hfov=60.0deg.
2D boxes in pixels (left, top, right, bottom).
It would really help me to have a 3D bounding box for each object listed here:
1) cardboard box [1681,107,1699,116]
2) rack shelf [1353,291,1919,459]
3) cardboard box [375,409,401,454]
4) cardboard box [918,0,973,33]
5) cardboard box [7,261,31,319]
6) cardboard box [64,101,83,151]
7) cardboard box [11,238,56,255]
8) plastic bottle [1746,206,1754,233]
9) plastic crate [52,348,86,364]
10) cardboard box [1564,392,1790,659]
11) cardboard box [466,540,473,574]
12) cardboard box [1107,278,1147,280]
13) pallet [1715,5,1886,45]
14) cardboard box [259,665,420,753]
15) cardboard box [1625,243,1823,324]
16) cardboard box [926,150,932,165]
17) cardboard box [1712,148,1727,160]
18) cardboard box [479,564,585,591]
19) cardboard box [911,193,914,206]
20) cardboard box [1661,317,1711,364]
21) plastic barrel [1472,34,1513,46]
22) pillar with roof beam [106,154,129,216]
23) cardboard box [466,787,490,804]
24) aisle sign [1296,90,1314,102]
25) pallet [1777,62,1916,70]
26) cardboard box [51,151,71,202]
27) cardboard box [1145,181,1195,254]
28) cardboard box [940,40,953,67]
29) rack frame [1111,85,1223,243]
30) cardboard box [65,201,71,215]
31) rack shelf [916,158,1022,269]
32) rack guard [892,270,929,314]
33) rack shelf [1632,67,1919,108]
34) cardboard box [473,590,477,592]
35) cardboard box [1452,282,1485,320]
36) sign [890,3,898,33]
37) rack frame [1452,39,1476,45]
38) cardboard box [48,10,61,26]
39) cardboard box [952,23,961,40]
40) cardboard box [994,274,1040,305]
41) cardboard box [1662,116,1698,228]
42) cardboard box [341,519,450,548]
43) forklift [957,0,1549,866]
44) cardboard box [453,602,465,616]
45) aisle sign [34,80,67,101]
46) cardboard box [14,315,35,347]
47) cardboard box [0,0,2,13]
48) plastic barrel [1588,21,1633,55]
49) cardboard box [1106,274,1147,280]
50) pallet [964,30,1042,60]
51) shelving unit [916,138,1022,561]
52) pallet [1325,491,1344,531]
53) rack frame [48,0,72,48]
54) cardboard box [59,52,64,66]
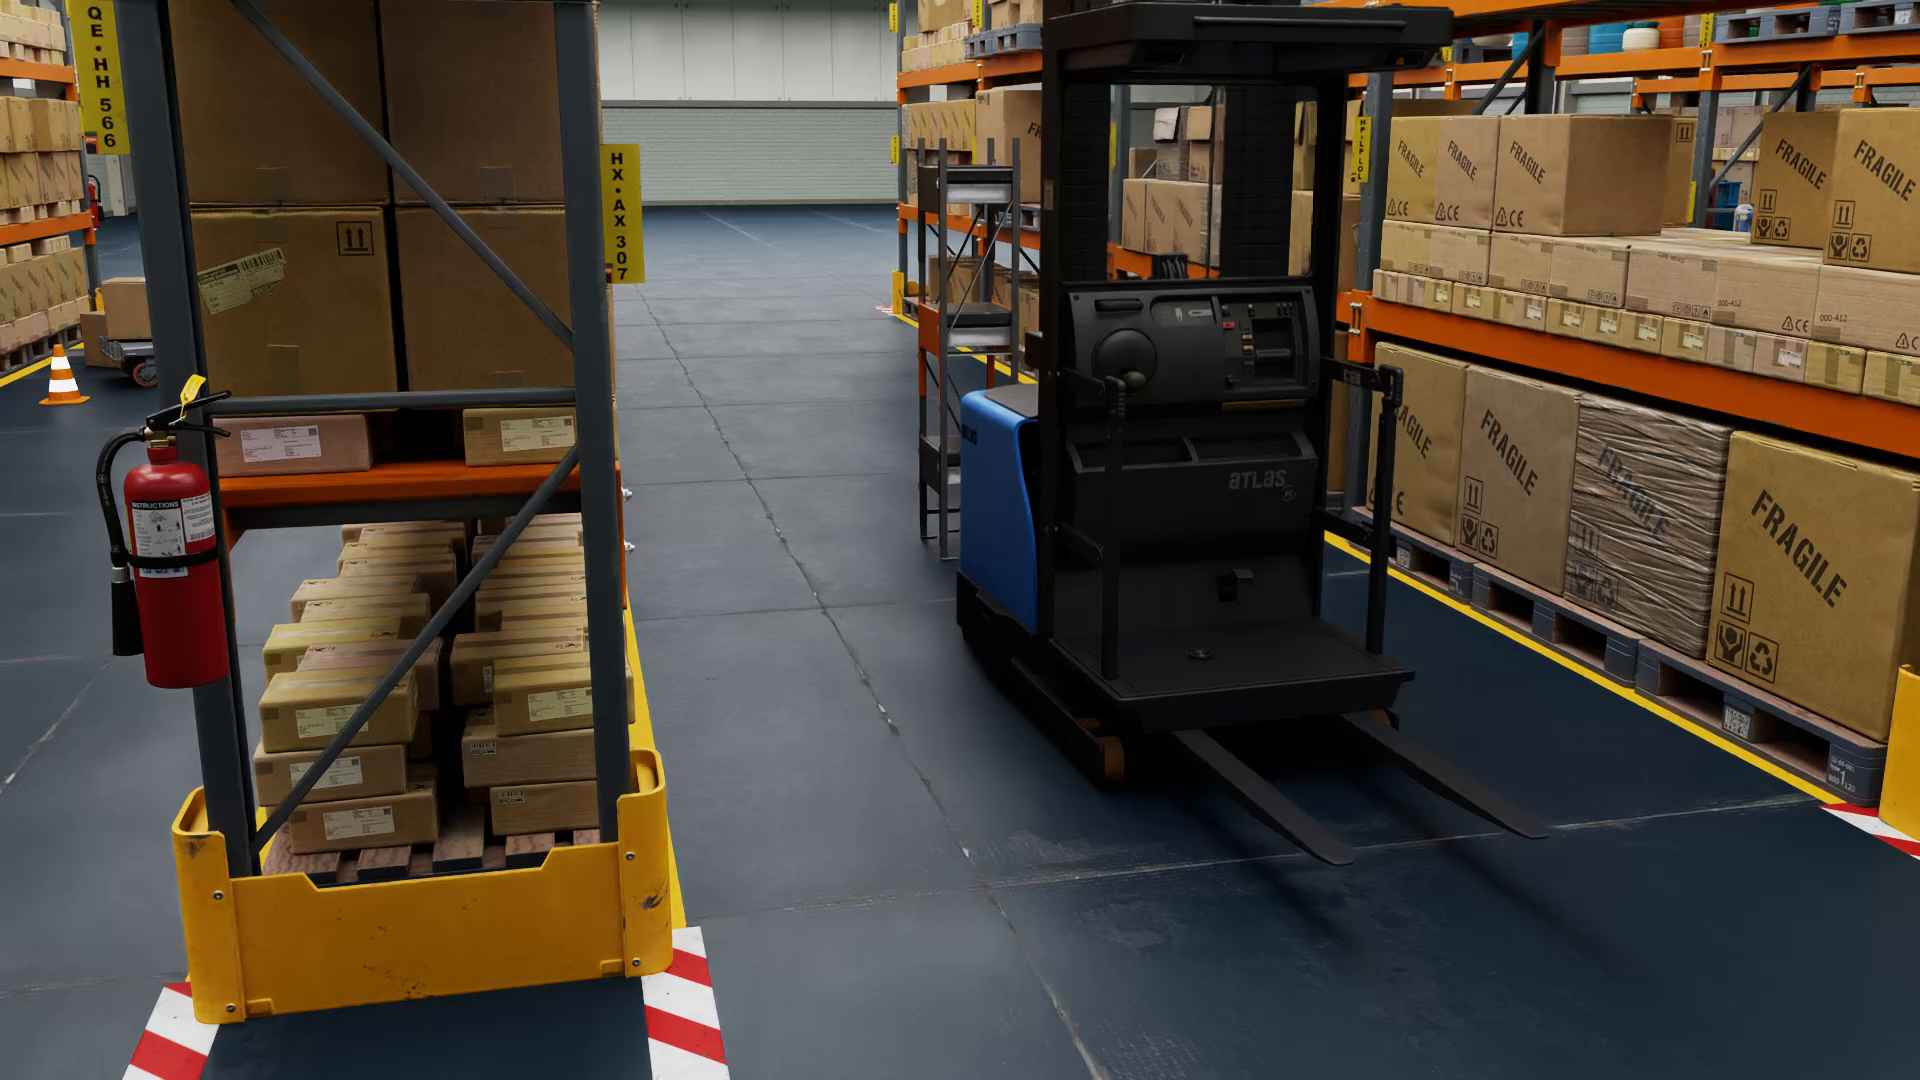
[{"bbox_3d":[9.623,-5.255,21.171,0.700,0.500,0.500,-4,14,-15],"label":"cardboard box"},{"bbox_3d":[3.042,-0.687,6.935,1.077,0.370,4.000,-3,14,-13],"label":"rack shelf"},{"bbox_3d":[-1.706,-0.319,4.441,0.380,0.149,0.250,-3,14,-13],"label":"cardboard box"},{"bbox_3d":[-0.160,-5.802,18.143,0.500,0.500,0.500,-3,14,-13],"label":"cardboard box"},{"bbox_3d":[-8.953,-2.298,15.340,0.500,0.500,0.500,-3,14,-11],"label":"cardboard box"},{"bbox_3d":[-9.547,-4.287,17.210,0.700,0.500,0.500,-4,14,-15],"label":"cardboard box"},{"bbox_3d":[-9.169,-2.891,16.403,0.380,0.149,0.250,-3,14,-11],"label":"cardboard box"},{"bbox_3d":[6.235,-2.488,13.062,0.097,0.271,0.097,0,14,0],"label":"plastic bottle"},{"bbox_3d":[-8.511,-1.781,16.047,0.402,0.080,0.583,-9,16,-33],"label":"plastic crate"},{"bbox_3d":[3.070,-0.100,6.609,0.875,0.875,0.875,-3,14,-13],"label":"cardboard box"},{"bbox_3d":[-2.199,0.063,6.844,0.380,0.149,0.250,-4,14,-16],"label":"cardboard box"},{"bbox_3d":[1.775,-1.432,12.061,1.225,0.875,0.875,-4,14,-16],"label":"cardboard box"},{"bbox_3d":[6.532,-3.880,12.567,1.003,0.211,1.213,-3,14,-13],"label":"pallet"},{"bbox_3d":[-1.704,0.462,4.585,0.380,0.149,0.250,-3,14,-13],"label":"cardboard box"},{"bbox_3d":[2.902,-0.978,6.300,0.500,0.250,0.500,-4,14,-15],"label":"cardboard box"},{"bbox_3d":[0.091,-4.222,19.052,0.875,0.500,0.500,-3,14,-13],"label":"cardboard box"},{"bbox_3d":[9.571,-4.782,20.601,0.380,0.149,0.250,-3,14,-14],"label":"cardboard box"},{"bbox_3d":[-1.437,0.191,5.694,0.380,0.149,0.250,-3,14,-11],"label":"cardboard box"},{"bbox_3d":[-0.371,-4.006,19.535,0.380,0.149,0.250,-3,14,-13],"label":"cardboard box"},{"bbox_3d":[2.867,-0.752,6.216,0.380,0.149,0.250,-4,14,-14],"label":"cardboard box"},{"bbox_3d":[5.598,-5.445,17.454,0.421,0.512,0.421,0,14,0],"label":"plastic barrel"},{"bbox_3d":[-18.276,-13.301,44.407,9.100,9.000,0.400,-3,14,-13],"label":"pillar with roof beam"},{"bbox_3d":[-1.286,0.664,5.010,0.380,0.149,0.250,-3,14,-13],"label":"cardboard box"},{"bbox_3d":[4.267,-5.805,20.892,0.394,0.787,0.004,-3,14,-13],"label":"aisle sign"},{"bbox_3d":[10.098,-5.504,19.003,1.003,0.211,1.213,-3,14,-13],"label":"pallet"},{"bbox_3d":[-9.370,-3.681,16.838,0.500,0.500,0.500,-3,14,-13],"label":"cardboard box"},{"bbox_3d":[1.606,-2.223,11.496,0.500,0.500,0.500,-4,14,-15],"label":"cardboard box"},{"bbox_3d":[0.095,-5.057,17.300,0.500,0.250,0.500,-3,14,-14],"label":"cardboard box"},{"bbox_3d":[1.633,-2.421,12.515,1.000,3.000,0.127,-3,14,-13],"label":"rack frame"},{"bbox_3d":[-9.376,-3.405,17.073,0.380,0.149,0.250,-4,14,-14],"label":"cardboard box"},{"bbox_3d":[0.039,-1.649,8.359,0.431,0.518,0.480,-3,14,-13],"label":"rack shelf"},{"bbox_3d":[-0.228,-3.034,20.294,1.175,0.500,0.348,-3,14,-13],"label":"rack guard"},{"bbox_3d":[9.854,-5.464,20.167,1.077,0.370,4.000,-3,14,-13],"label":"rack shelf"},{"bbox_3d":[-1.627,0.217,6.214,0.380,0.149,0.250,-3,14,-11],"label":"cardboard box"},{"bbox_3d":[2.506,-1.107,7.668,0.380,0.149,0.250,-4,14,-15],"label":"cardboard box"},{"bbox_3d":[-0.773,-6.118,19.485,0.100,0.325,0.005,-3,14,-13],"label":"sign"},{"bbox_3d":[5.508,-6.534,16.710,1.000,3.000,0.127,-3,14,-13],"label":"rack frame"},{"bbox_3d":[-9.512,-5.375,17.135,0.380,0.149,0.250,-3,14,-13],"label":"cardboard box"},{"bbox_3d":[0.130,-5.162,16.893,0.380,0.149,0.250,-4,14,-15],"label":"cardboard box"},{"bbox_3d":[0.638,-2.428,16.926,0.500,0.500,0.500,-4,14,-15],"label":"cardboard box"},{"bbox_3d":[3.054,-1.727,7.784,0.500,0.500,0.500,-3,14,-13],"label":"cardboard box"},{"bbox_3d":[-2.215,-0.017,6.546,0.380,0.149,0.250,-3,14,-12],"label":"cardboard box"},{"bbox_3d":[0.893,-0.677,5.655,1.129,2.867,3.031,-4,14,-16],"label":"forklift"},{"bbox_3d":[-2.123,0.270,6.625,0.380,0.149,0.250,-4,14,-16],"label":"cardboard box"},{"bbox_3d":[-9.611,-5.007,17.624,0.394,0.787,0.004,-3,14,-13],"label":"aisle sign"},{"bbox_3d":[-8.952,-1.933,15.428,0.500,0.250,0.500,-2,14,-10],"label":"cardboard box"},{"bbox_3d":[-9.141,-4.958,15.431,0.380,0.149,0.250,-3,14,-12],"label":"cardboard box"},{"bbox_3d":[6.146,-4.913,15.341,0.600,0.901,0.708,-3,14,-13],"label":"plastic barrel"},{"bbox_3d":[1.312,-2.059,13.795,0.500,0.250,0.500,-2,14,-7],"label":"cardboard box"},{"bbox_3d":[0.735,-4.561,15.351,1.213,0.211,1.003,-3,14,-13],"label":"pallet"},{"bbox_3d":[0.039,-0.982,8.522,0.431,2.100,0.503,-3,14,-13],"label":"shelving unit"},{"bbox_3d":[2.318,-0.317,9.780,1.003,0.211,1.213,-3,14,-13],"label":"pallet"},{"bbox_3d":[-9.879,-6.628,17.096,1.000,3.000,0.127,-3,14,-13],"label":"rack frame"},{"bbox_3d":[-9.523,-4.982,17.209,0.380,0.149,0.250,-3,14,-13],"label":"cardboard box"}]
